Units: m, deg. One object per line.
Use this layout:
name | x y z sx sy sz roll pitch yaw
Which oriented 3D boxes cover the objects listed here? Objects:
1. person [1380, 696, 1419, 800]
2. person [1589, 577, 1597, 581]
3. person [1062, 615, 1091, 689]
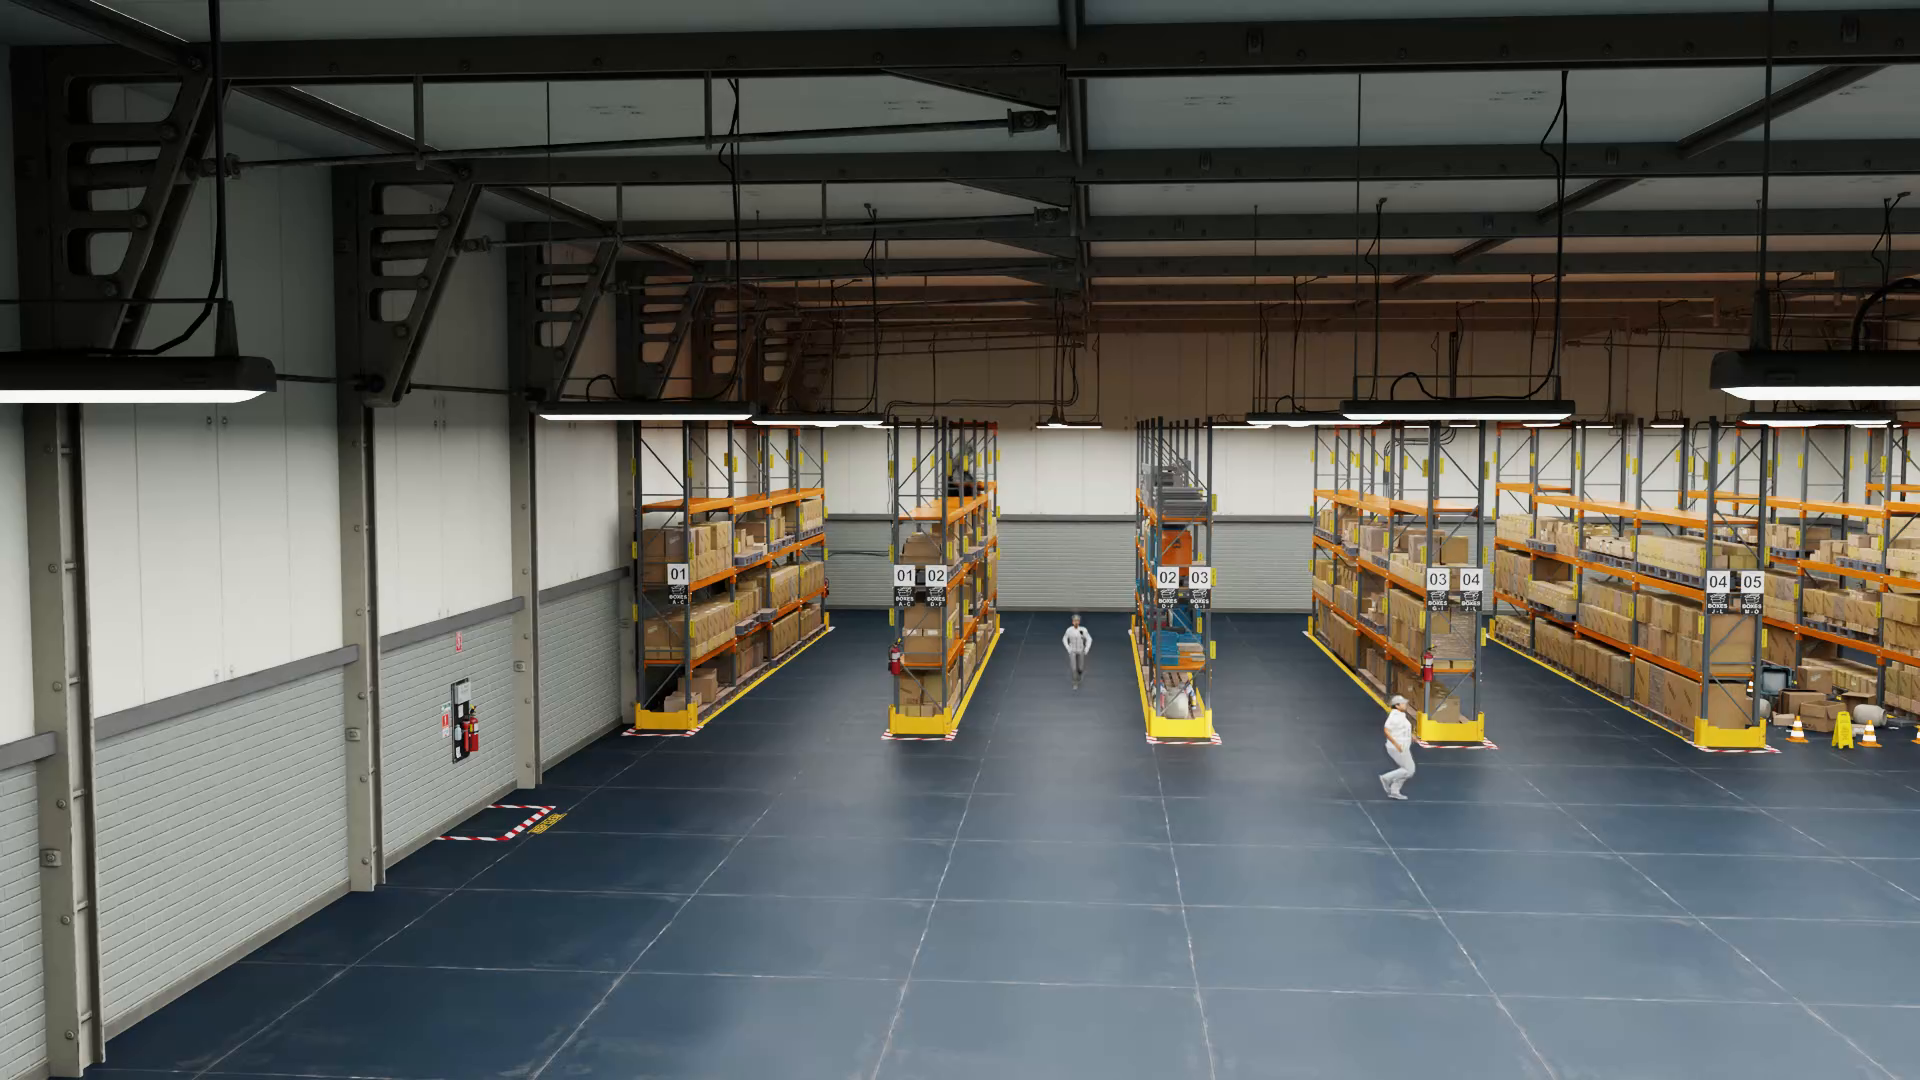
person | 6.838 3.235 25.855 0.547 1.611 0.607 2 4 23
person | 18.076 1.829 47.391 0.804 1.576 0.538 1 4 10
person | 2.608 2.479 37.105 0.652 1.654 0.549 0 4 2
